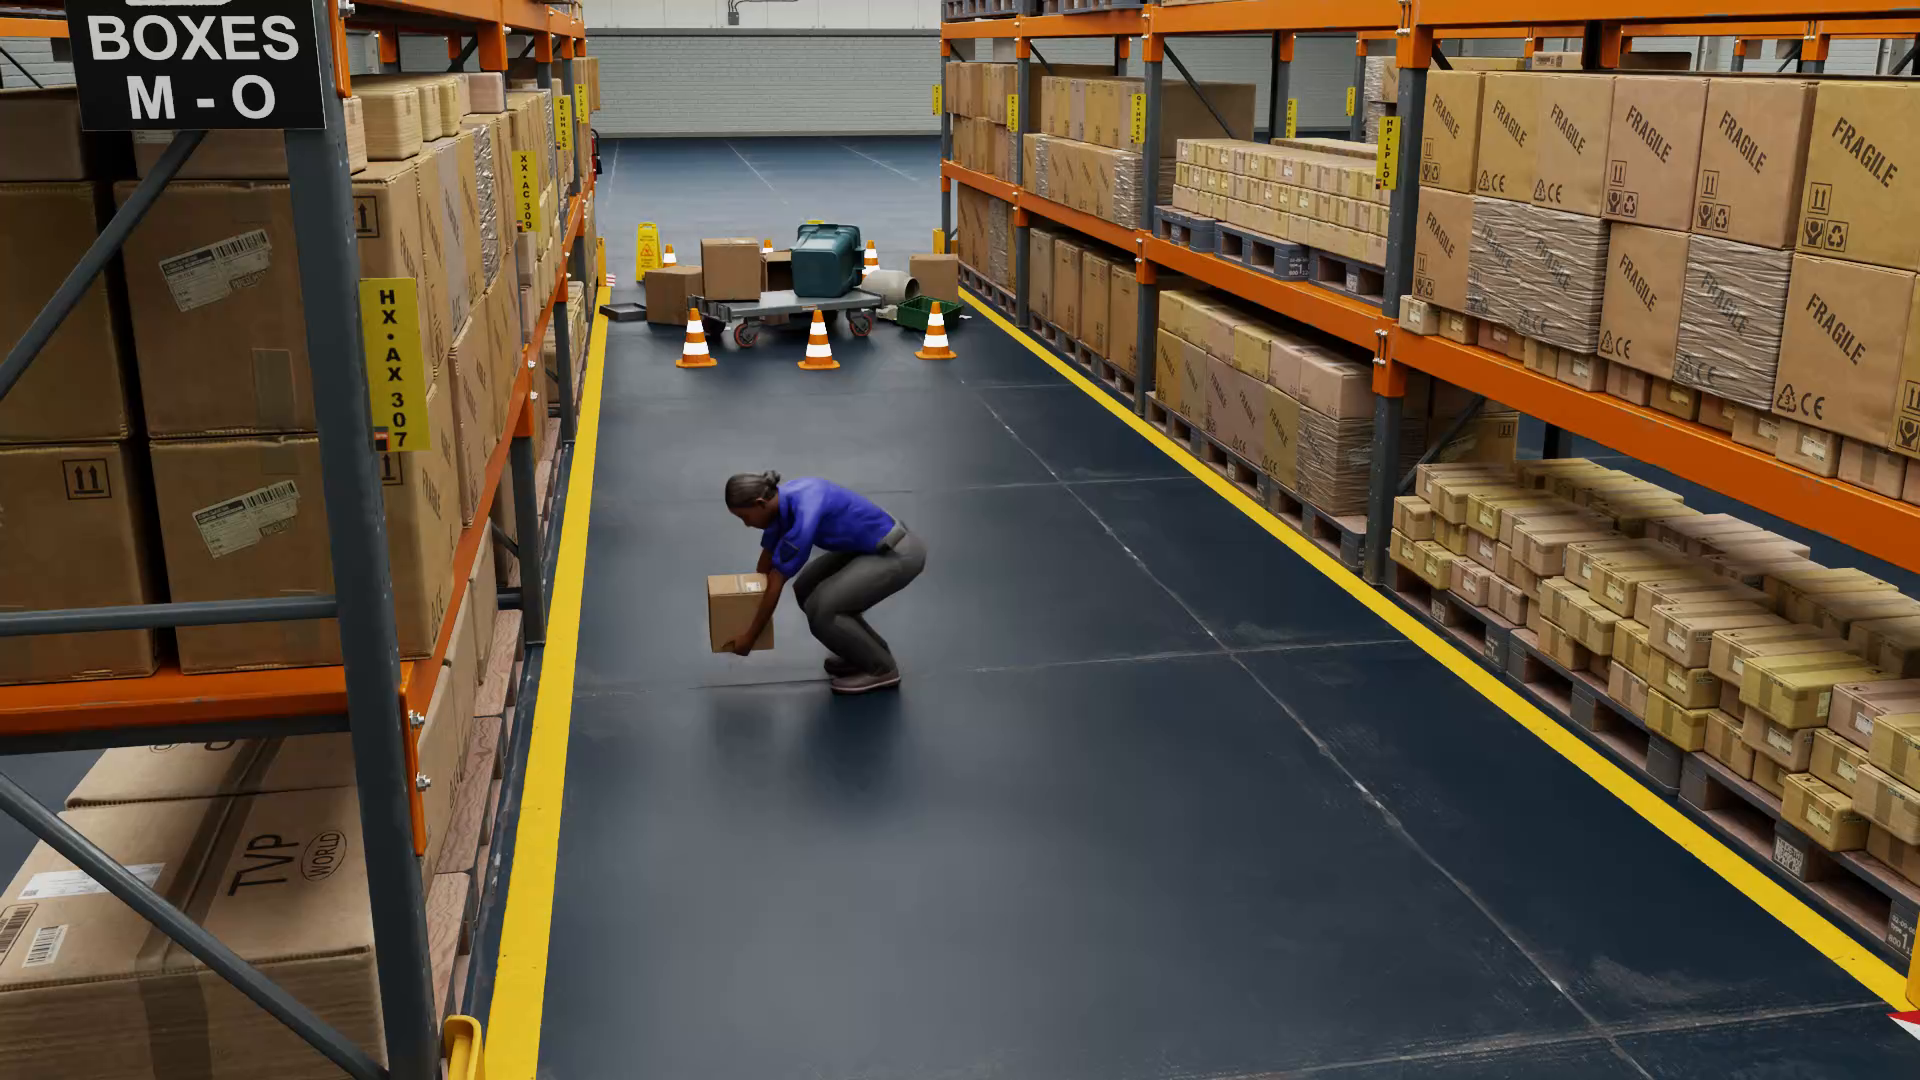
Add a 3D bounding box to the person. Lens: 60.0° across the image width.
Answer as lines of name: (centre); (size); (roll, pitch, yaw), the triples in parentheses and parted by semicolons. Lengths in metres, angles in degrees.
person: (-0.567, 0.150, 6.838); (0.863, 0.932, 0.465); (-4, 17, -12)
